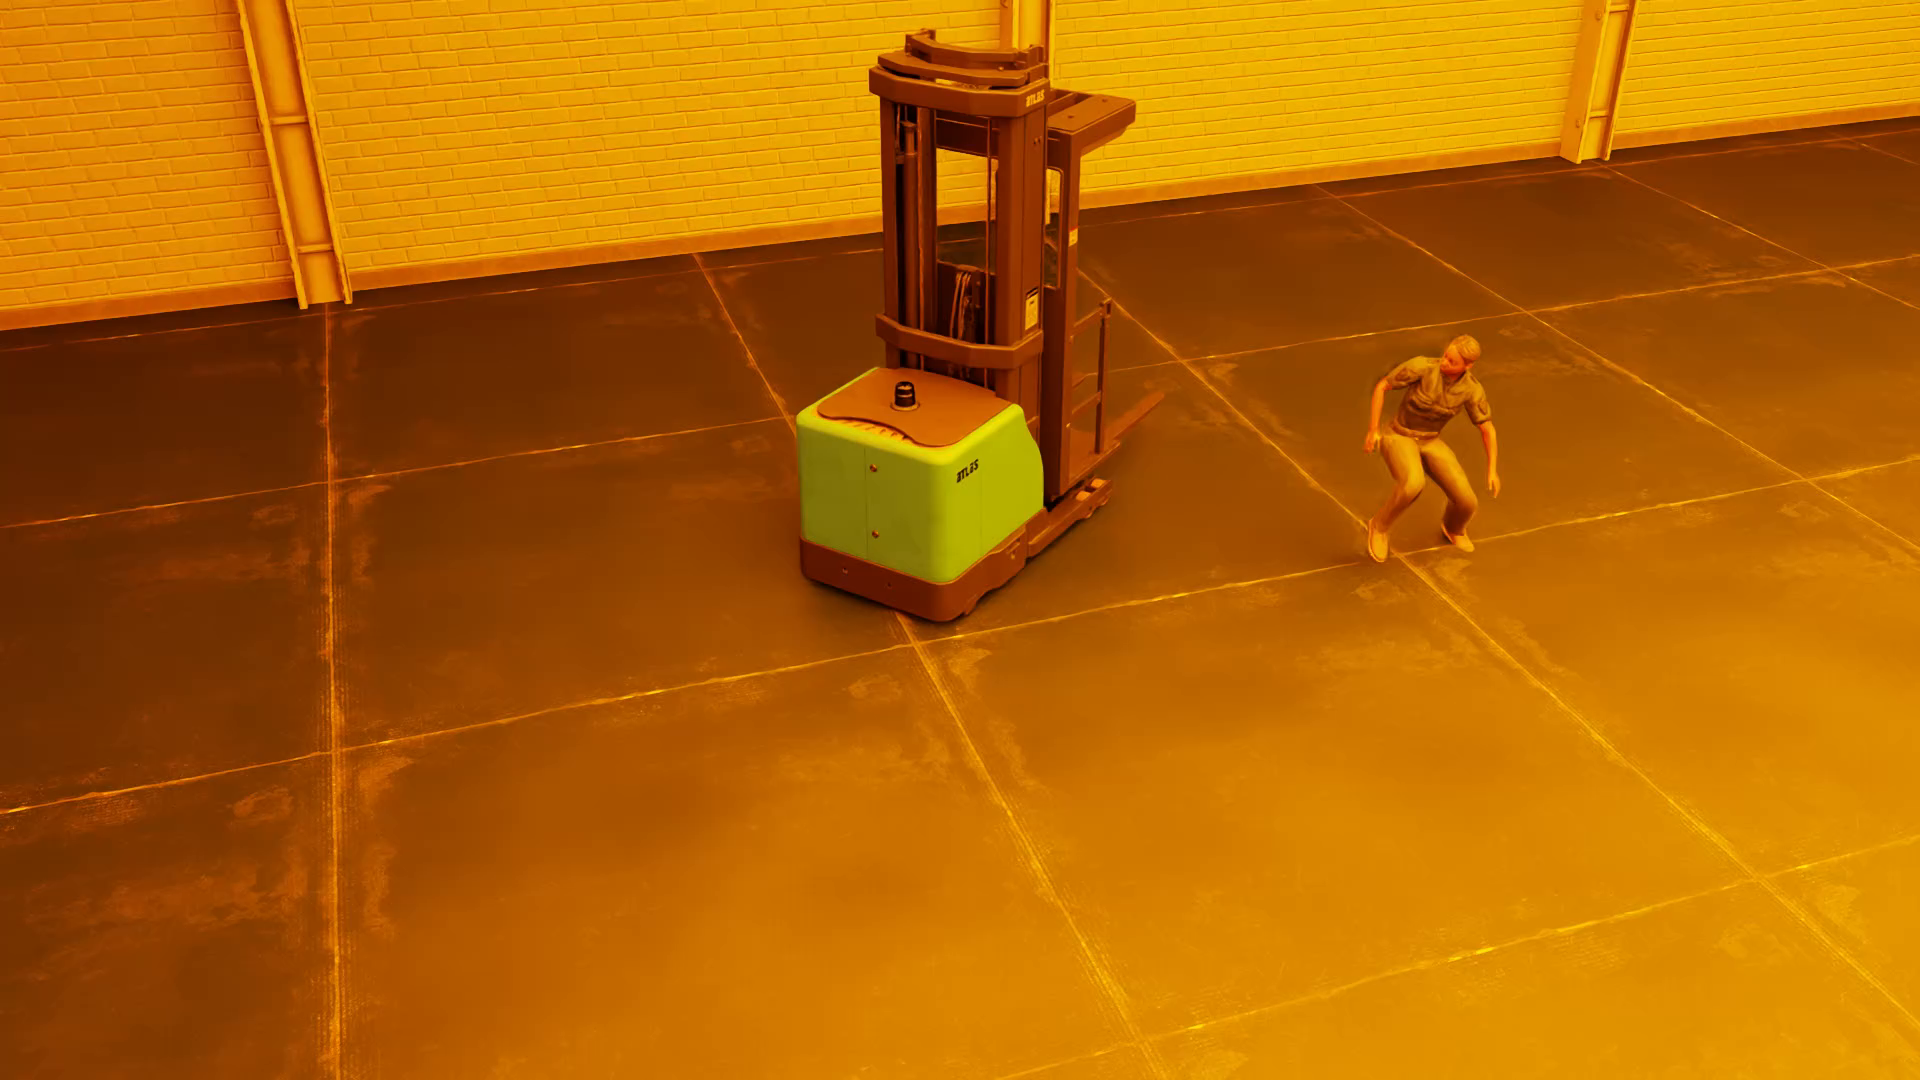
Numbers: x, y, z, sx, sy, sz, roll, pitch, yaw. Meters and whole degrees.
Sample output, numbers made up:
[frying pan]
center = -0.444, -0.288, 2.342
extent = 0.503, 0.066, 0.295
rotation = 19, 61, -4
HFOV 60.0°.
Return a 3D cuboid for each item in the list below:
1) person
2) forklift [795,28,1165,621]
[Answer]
[person]
center = 2.719, -0.521, 9.571
extent = 0.743, 1.434, 0.615
rotation = -5, 30, -8
[forklift]
center = 0.298, -1.518, 9.726
extent = 1.130, 2.935, 3.031
rotation = 18, 34, 28
